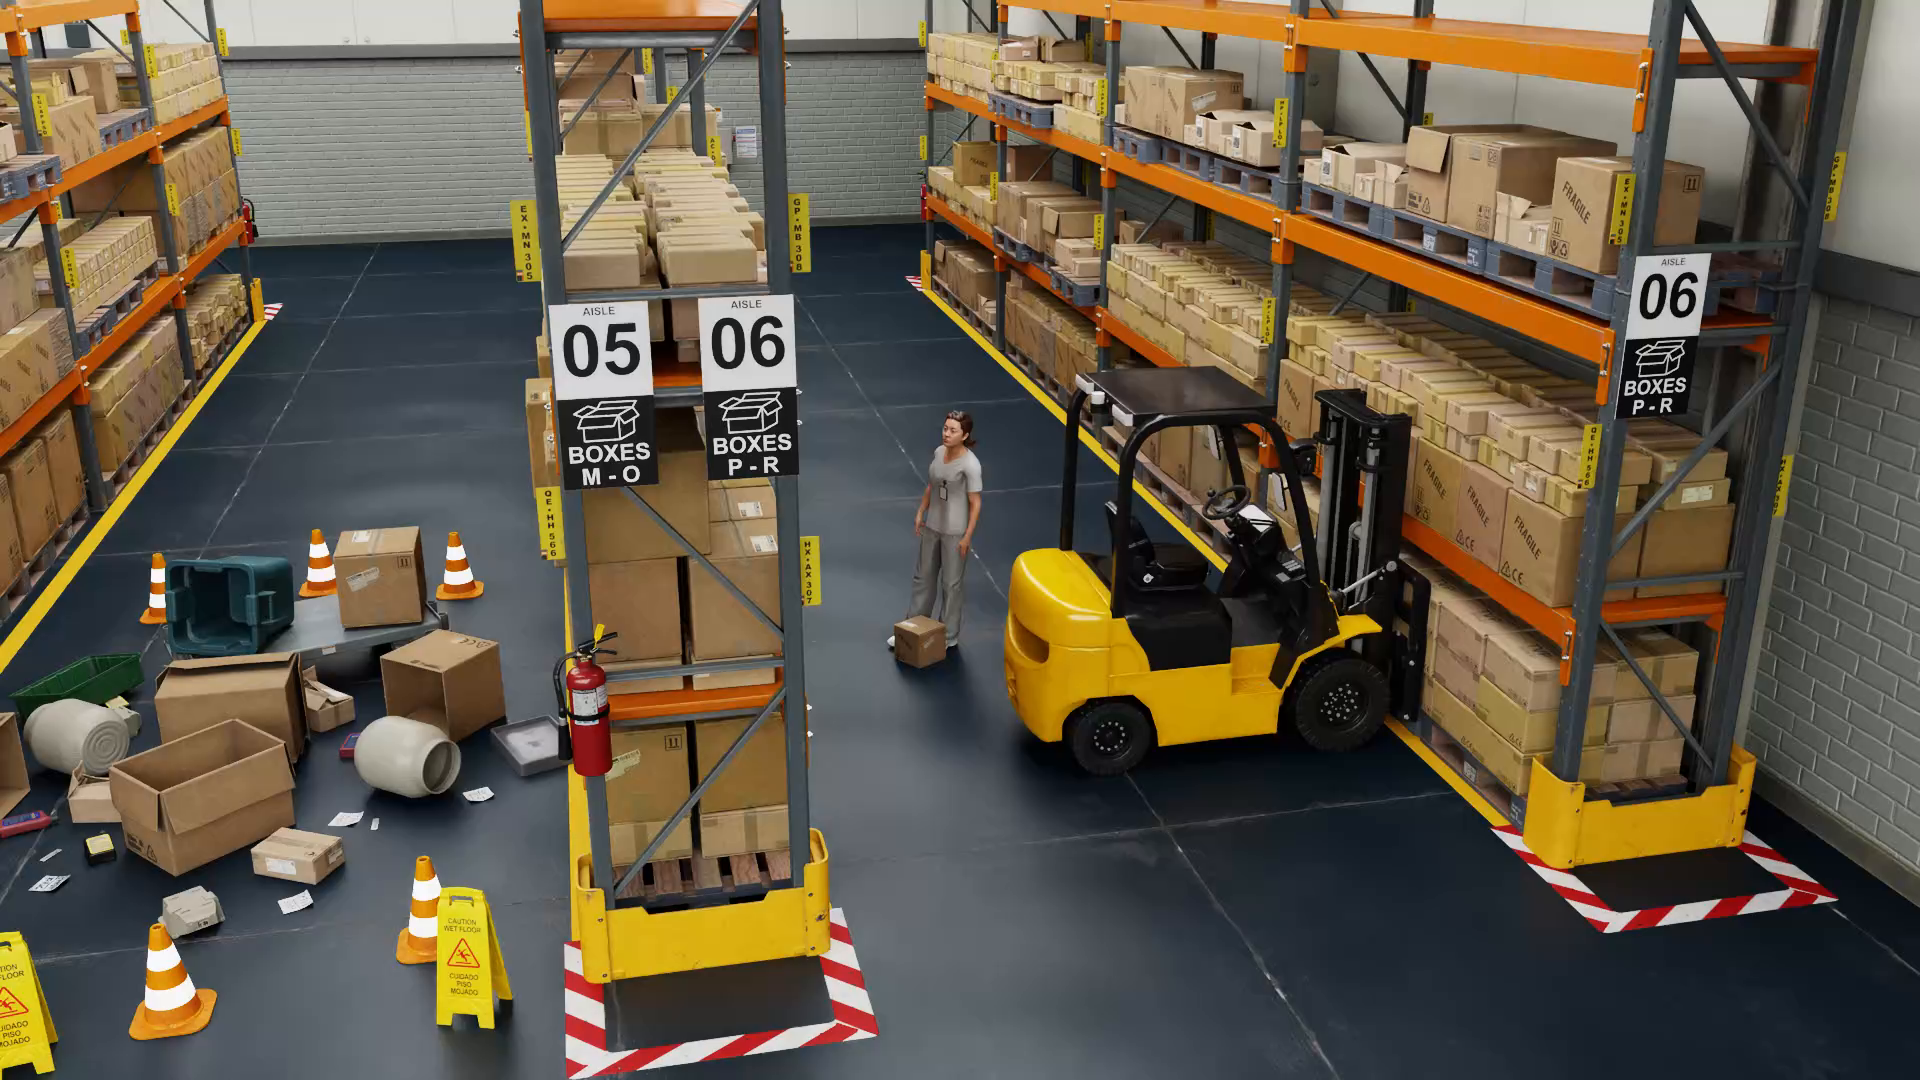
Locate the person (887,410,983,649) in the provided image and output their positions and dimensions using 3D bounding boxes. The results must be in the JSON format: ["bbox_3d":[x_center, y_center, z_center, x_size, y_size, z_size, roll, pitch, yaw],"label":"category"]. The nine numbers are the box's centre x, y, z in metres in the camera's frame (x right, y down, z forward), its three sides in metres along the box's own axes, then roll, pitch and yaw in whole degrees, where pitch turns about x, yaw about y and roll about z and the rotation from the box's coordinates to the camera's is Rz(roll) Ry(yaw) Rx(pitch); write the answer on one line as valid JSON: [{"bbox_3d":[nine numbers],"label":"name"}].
[{"bbox_3d":[-0.136,-0.049,11.183,0.548,1.673,0.550,-17,26,-39],"label":"person"}]
